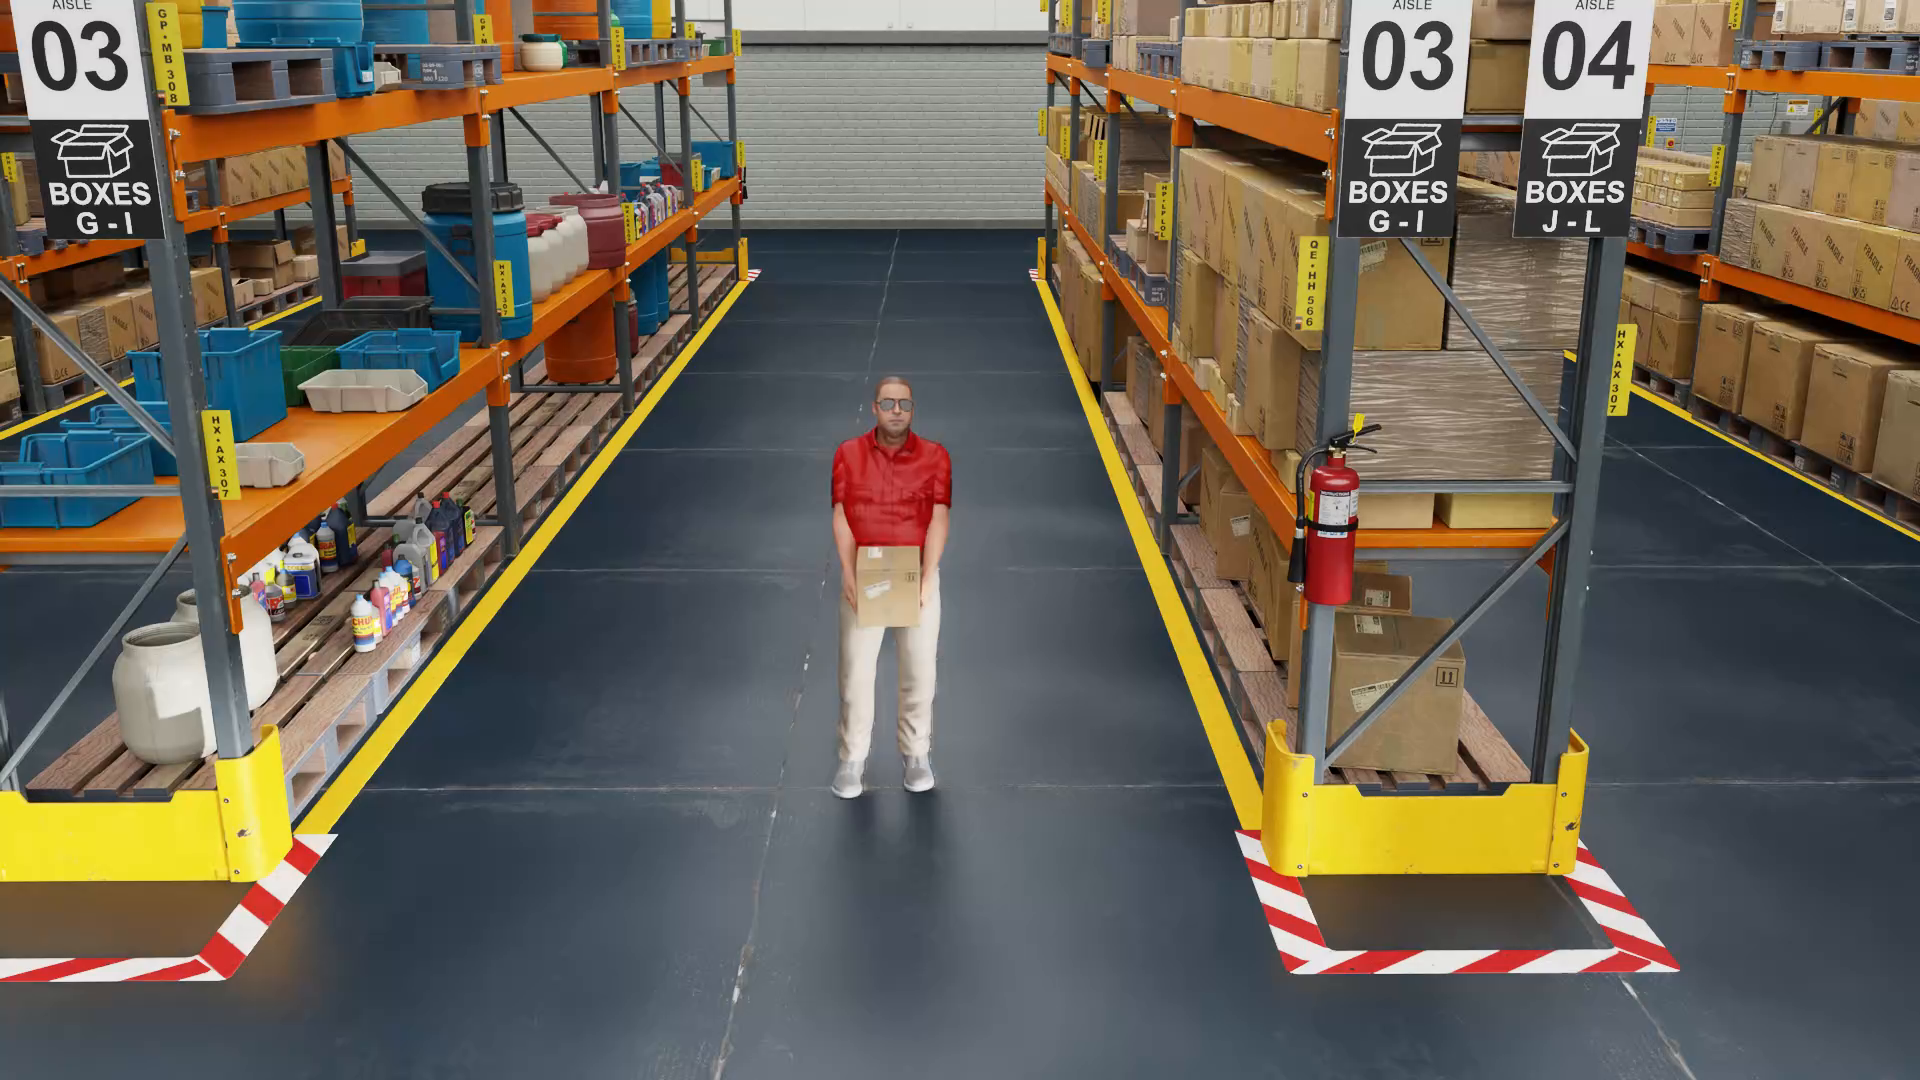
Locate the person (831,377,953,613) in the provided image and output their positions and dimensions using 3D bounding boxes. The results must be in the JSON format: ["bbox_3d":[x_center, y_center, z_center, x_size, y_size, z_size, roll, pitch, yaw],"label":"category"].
[{"bbox_3d":[-0.279,-0.180,6.773,0.507,0.918,0.515,0,17,-1],"label":"person"}]
